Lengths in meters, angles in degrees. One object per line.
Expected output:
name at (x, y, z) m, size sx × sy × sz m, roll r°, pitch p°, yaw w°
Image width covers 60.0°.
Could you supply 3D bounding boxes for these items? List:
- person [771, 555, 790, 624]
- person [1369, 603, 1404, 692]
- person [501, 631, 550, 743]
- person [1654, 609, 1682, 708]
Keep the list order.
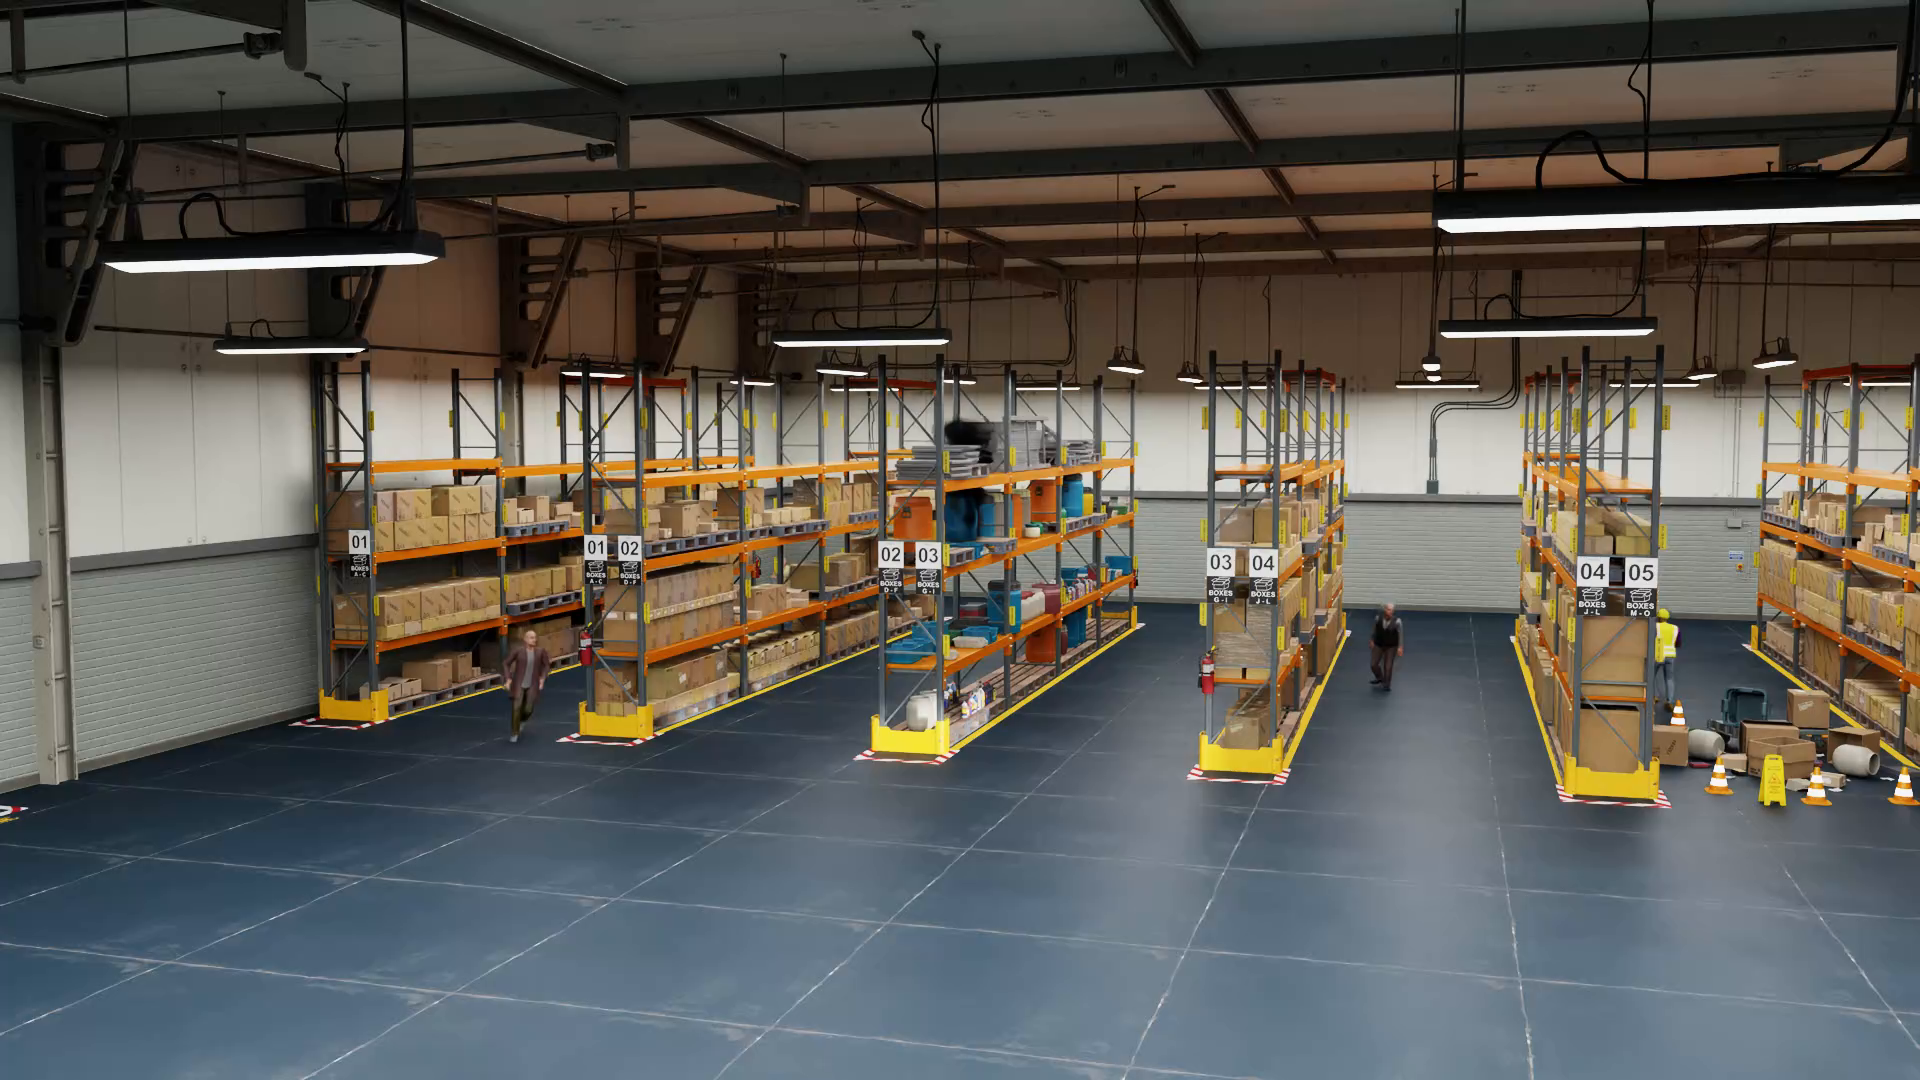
person at (-4.412, 1.235, 41.268) m, size 0.548 × 1.728 × 0.721 m, roll 0°, pitch 4°, yaw 1°
person at (7.885, 1.970, 30.775) m, size 0.694 × 1.672 × 0.569 m, roll 2°, pitch 5°, yaw 27°
person at (-6.835, 2.286, 26.195) m, size 0.745 × 1.716 × 0.676 m, roll -1°, pitch 4°, yaw -19°
person at (12.277, 2.076, 29.080) m, size 0.710 × 1.717 × 0.978 m, roll 1°, pitch 4°, yaw 10°
